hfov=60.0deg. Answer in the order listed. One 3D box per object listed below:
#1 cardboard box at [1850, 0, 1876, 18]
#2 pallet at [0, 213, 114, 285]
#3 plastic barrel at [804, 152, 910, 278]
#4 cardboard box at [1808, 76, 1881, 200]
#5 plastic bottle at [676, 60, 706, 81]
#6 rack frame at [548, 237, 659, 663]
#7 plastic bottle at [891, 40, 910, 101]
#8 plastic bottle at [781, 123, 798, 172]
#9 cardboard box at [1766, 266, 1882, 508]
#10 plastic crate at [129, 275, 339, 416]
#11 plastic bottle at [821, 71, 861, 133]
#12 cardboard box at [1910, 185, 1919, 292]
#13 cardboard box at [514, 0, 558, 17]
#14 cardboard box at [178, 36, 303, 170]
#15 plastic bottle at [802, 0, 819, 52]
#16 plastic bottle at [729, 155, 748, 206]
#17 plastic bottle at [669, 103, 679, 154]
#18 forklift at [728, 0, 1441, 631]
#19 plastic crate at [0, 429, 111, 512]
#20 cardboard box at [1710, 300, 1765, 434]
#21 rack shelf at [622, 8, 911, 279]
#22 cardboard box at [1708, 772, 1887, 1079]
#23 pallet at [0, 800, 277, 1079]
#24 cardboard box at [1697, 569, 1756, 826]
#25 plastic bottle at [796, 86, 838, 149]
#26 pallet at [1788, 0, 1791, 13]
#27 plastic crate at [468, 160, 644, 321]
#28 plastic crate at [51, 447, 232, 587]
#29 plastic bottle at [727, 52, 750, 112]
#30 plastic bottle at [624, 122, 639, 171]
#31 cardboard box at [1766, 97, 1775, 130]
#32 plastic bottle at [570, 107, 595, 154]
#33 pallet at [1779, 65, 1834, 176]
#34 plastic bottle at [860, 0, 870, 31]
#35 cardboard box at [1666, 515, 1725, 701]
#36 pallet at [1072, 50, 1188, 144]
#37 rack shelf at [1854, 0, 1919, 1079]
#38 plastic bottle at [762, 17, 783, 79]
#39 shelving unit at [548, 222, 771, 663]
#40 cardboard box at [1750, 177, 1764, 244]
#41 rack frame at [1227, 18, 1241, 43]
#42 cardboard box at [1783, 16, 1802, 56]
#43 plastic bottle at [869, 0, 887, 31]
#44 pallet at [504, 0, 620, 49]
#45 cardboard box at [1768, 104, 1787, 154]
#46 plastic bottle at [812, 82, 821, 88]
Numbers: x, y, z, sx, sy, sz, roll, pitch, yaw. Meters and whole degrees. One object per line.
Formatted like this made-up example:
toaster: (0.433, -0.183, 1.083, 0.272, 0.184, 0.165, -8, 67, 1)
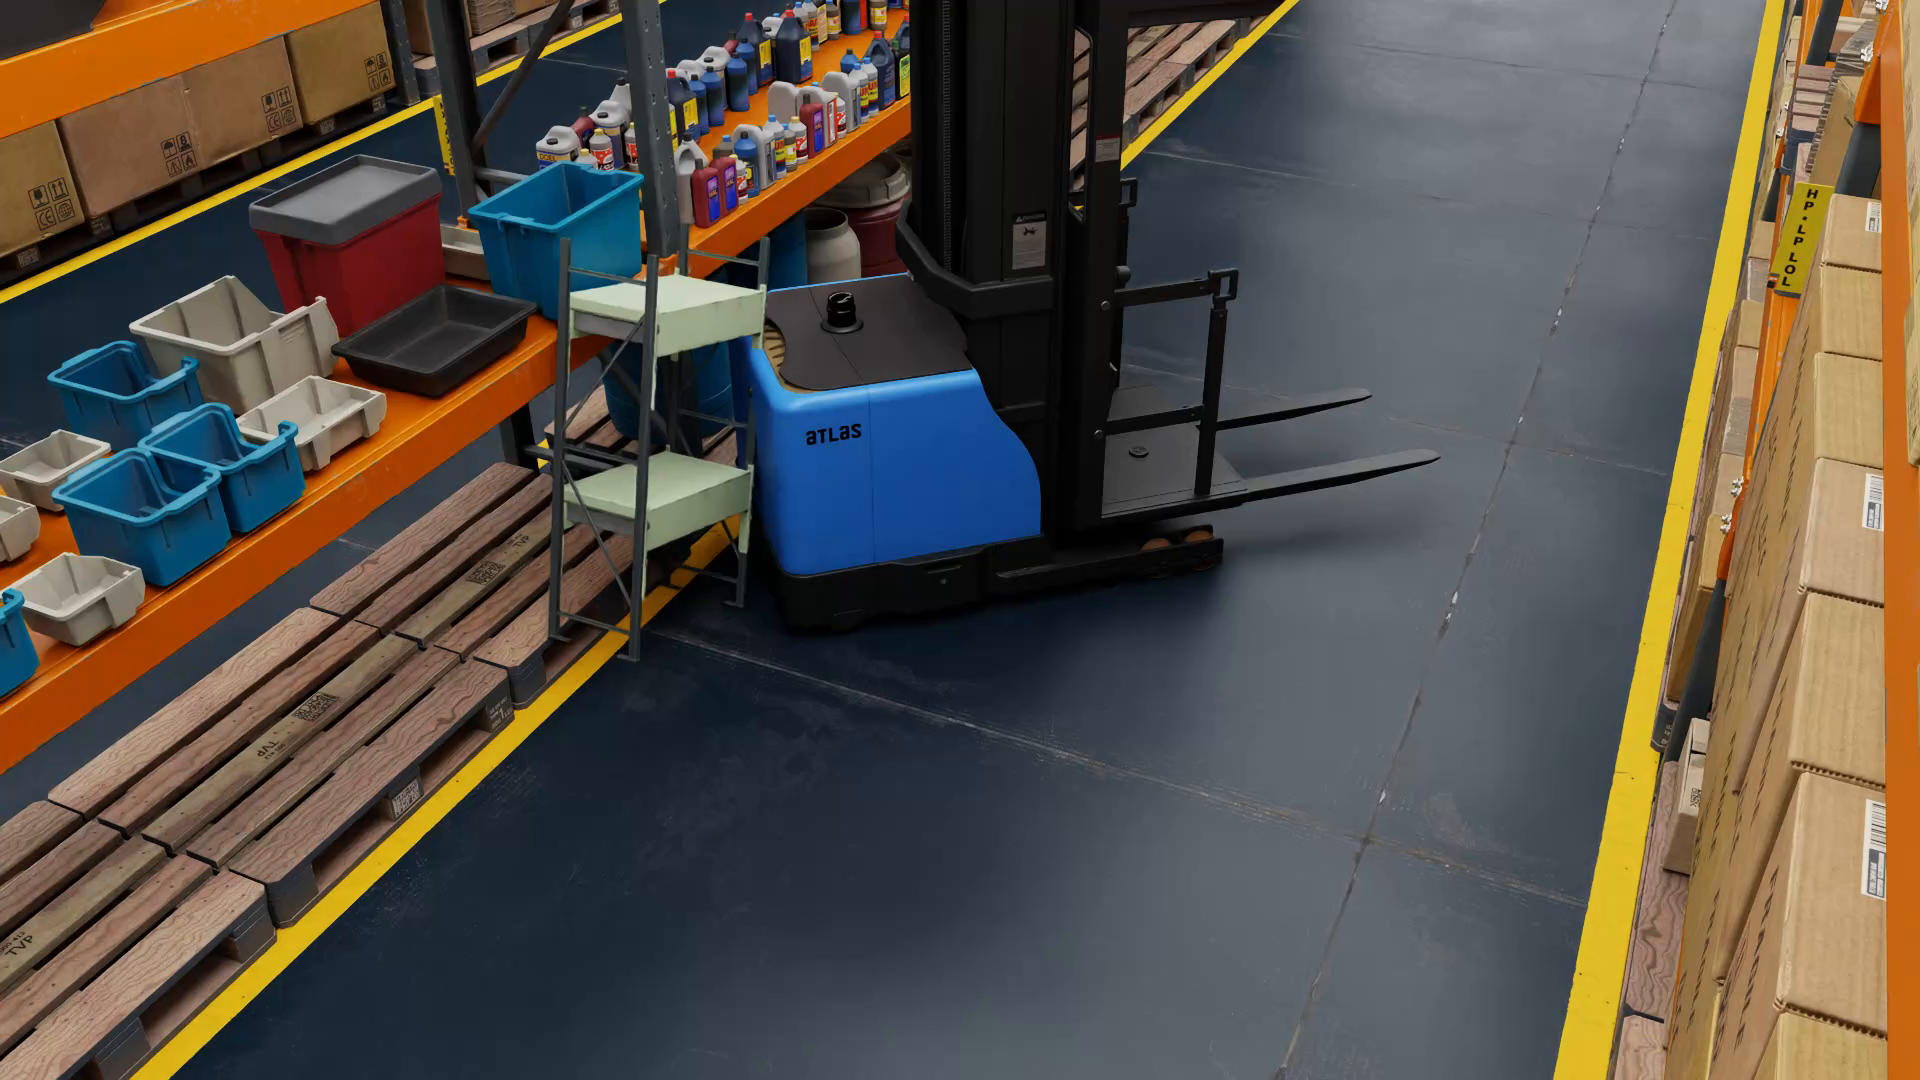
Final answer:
cardboard box: (5.280, -3.130, 9.196, 0.500, 0.500, 0.500, 12, 35, 18)
pallet: (-5.822, -1.766, 9.751, 1.003, 0.211, 1.213, 14, 36, 20)
plastic barrel: (-0.566, -1.744, 8.990, 0.600, 0.588, 0.708, 14, 36, 20)
cardboard box: (3.603, -1.368, 6.126, 0.700, 0.500, 0.500, 6, 34, 8)
plastic bottle: (-1.287, -2.113, 7.850, 0.152, 0.276, 0.135, 14, 36, 20)
rack frame: (-1.289, -0.303, 5.965, 0.400, 1.500, 0.023, 14, 19, 22)
plastic bottle: (-0.298, -2.311, 8.145, 0.061, 0.283, 0.133, 14, 36, 20)
plastic bottle: (-0.771, -1.737, 7.344, 0.097, 0.201, 0.097, 0, 33, 0)
cardboard box: (2.251, -0.289, 3.952, 0.500, 0.500, 0.500, 13, 35, 19)
plastic crate: (-2.384, -0.652, 5.562, 0.437, 0.282, 0.530, 14, 36, 20)
plastic bottle: (-0.554, -2.062, 7.773, 0.152, 0.276, 0.135, 14, 36, 20)
cardboard box: (1.862, -0.516, 2.703, 0.500, 0.250, 0.500, 14, 36, 20)
cardboard box: (-3.690, -4.563, 13.352, 0.700, 0.500, 0.500, 17, 37, 24)
cardboard box: (-5.091, -3.029, 10.689, 1.225, 0.875, 0.875, 14, 36, 21)
plastic bottle: (-0.798, -2.728, 8.793, 0.097, 0.271, 0.097, 0, 33, 0)
plastic bottle: (-0.950, -1.524, 7.020, 0.097, 0.201, 0.097, 0, 33, 0)
plastic bottle: (-1.360, -1.874, 7.417, 0.144, 0.351, 0.185, 14, 36, 20)
forklift: (0.600, -1.331, 6.606, 3.031, 2.935, 1.130, -10, 35, -15)
plastic crate: (-2.739, -0.202, 5.008, 0.298, 0.136, 0.250, 14, 36, 20)
cardboard box: (3.715, -0.715, 7.484, 0.500, 0.500, 0.500, 14, 36, 20)
rack shelf: (-0.741, -2.090, 8.358, 1.077, 0.370, 4.000, 14, 36, 20)
cardboard box: (1.393, 0.739, 2.384, 0.500, 0.500, 0.500, 15, 36, 22)
pallet: (-2.871, 1.362, 4.981, 1.003, 0.211, 1.213, 14, 36, 20)
cardboard box: (2.036, 0.398, 3.817, 0.500, 0.500, 0.500, 14, 36, 20)
plastic bottle: (-0.651, -1.947, 7.597, 0.152, 0.276, 0.135, 14, 36, 20)
pallet: (7.658, -4.676, 14.189, 1.003, 0.211, 1.213, 14, 36, 20)
plastic crate: (-1.464, -1.102, 6.155, 0.392, 0.384, 0.575, 14, 36, 20)
plastic crate: (-2.298, -0.061, 4.705, 0.416, 0.233, 0.300, 14, 36, 20)
plastic bottle: (-1.068, -2.208, 7.998, 0.097, 0.271, 0.097, 0, 33, 0)
plastic bottle: (-1.433, -1.745, 7.356, 0.097, 0.201, 0.097, 0, 33, 0)
cardboard box: (5.658, -2.868, 11.013, 0.500, 0.250, 0.500, 15, 36, 22)
plastic bottle: (-1.651, -1.742, 7.277, 0.061, 0.283, 0.133, 14, 36, 20)
pallet: (4.373, -1.815, 7.457, 1.213, 0.211, 1.003, 14, 36, 20)
plastic bottle: (-0.573, -2.963, 9.147, 0.152, 0.276, 0.135, 14, 36, 20)
cardboard box: (2.866, 0.293, 5.945, 0.500, 0.500, 0.500, 14, 36, 20)
pallet: (0.967, -3.203, 11.942, 1.003, 0.211, 1.213, 14, 36, 20)
rack shelf: (2.083, -0.214, 2.761, 1.077, 0.370, 4.000, 14, 36, 20)
plastic bottle: (-0.959, -2.503, 8.445, 0.152, 0.276, 0.135, 14, 36, 20)
shelving unit: (-1.134, -0.391, 6.285, 0.431, 1.500, 0.755, 14, 19, 22)
cardboard box: (4.804, -1.850, 9.460, 0.500, 0.250, 0.500, 14, 36, 20)
rack frame: (1.769, -5.379, 12.718, 1.000, 3.000, 0.127, 14, 36, 20)
cardboard box: (5.867, -3.352, 11.240, 0.500, 0.311, 0.500, 14, 36, 21)
plastic bottle: (-0.452, -2.913, 9.137, 0.097, 0.201, 0.097, 0, 33, 0)
pallet: (-3.563, -4.351, 13.693, 1.003, 0.211, 1.213, 14, 36, 20)
cardboard box: (5.014, -2.337, 9.692, 0.500, 0.311, 0.500, 14, 36, 20)
plastic bottle: (-0.675, -2.051, 7.823, 0.097, 0.201, 0.097, 0, 33, 0)
